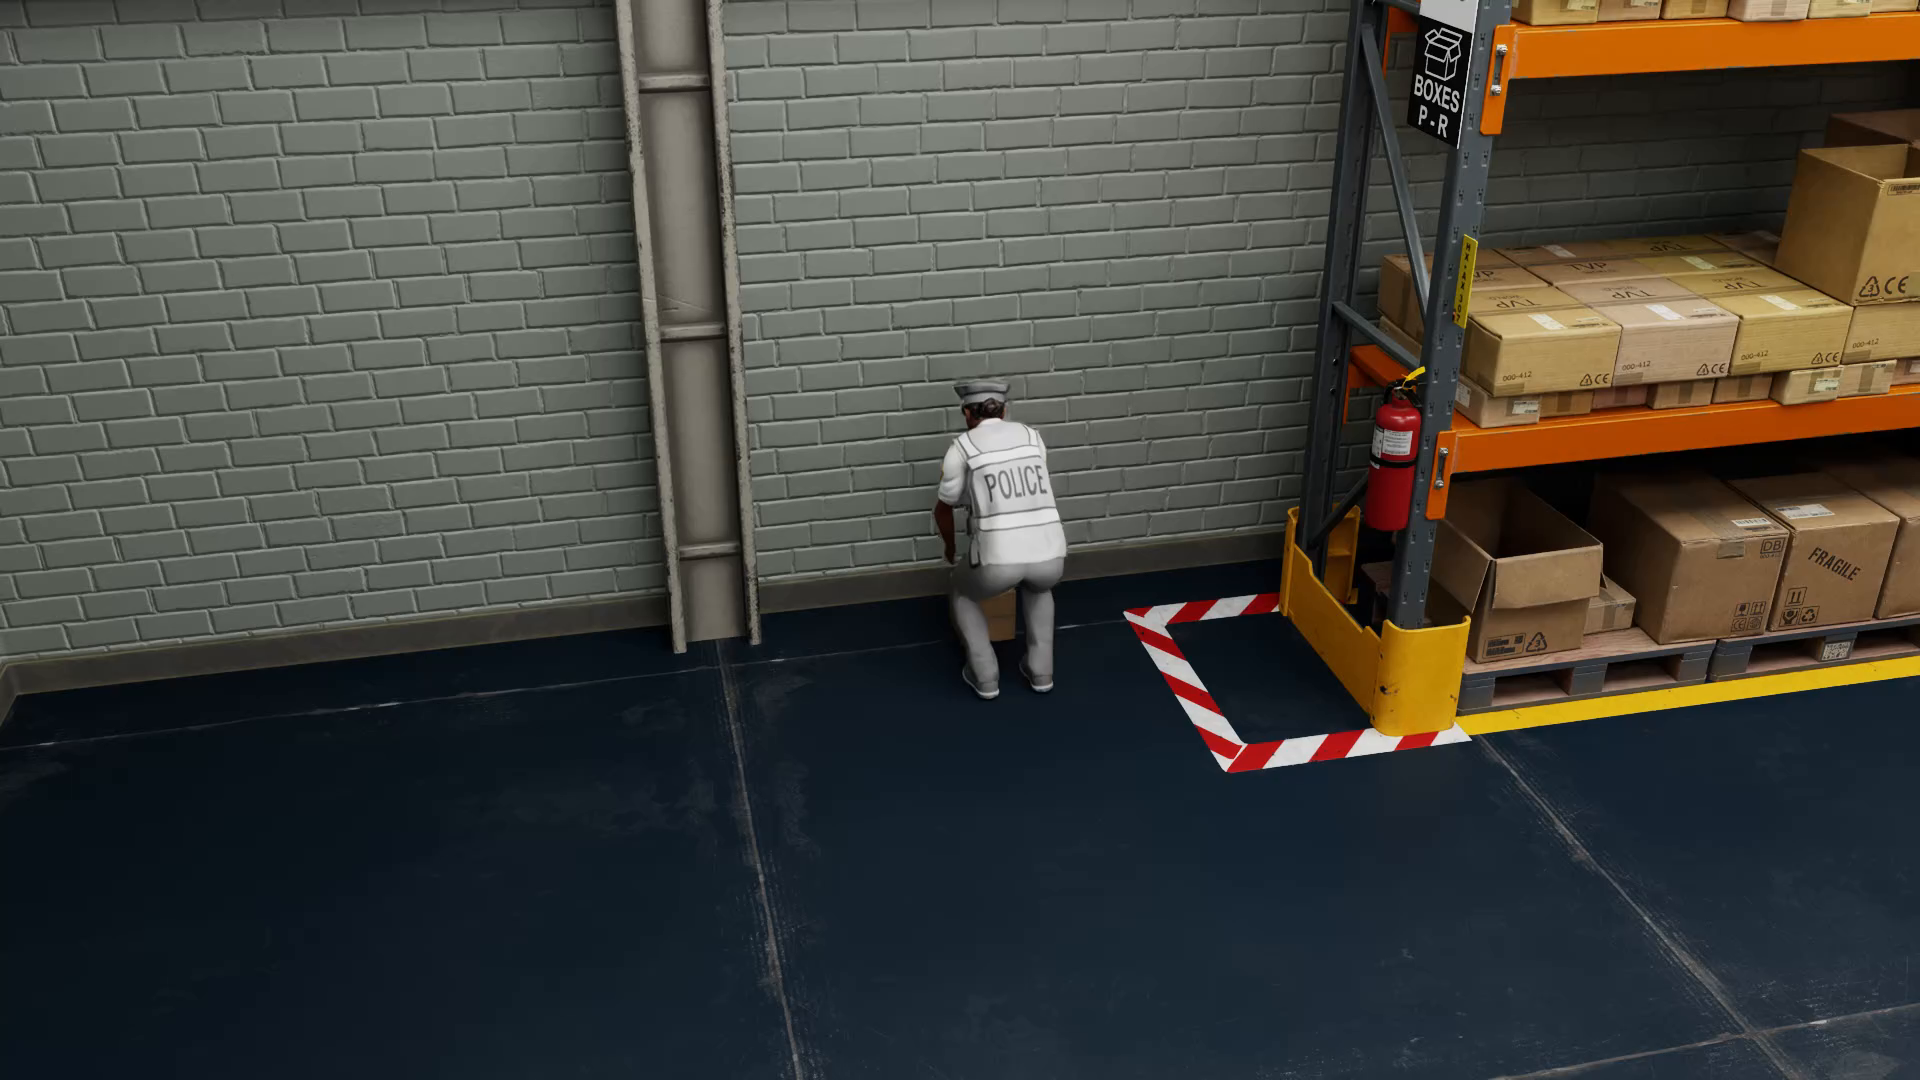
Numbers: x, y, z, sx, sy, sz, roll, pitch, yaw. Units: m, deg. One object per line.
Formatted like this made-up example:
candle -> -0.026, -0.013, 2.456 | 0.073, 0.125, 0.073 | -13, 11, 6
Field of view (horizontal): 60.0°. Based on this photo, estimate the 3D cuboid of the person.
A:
person -> 0.156, 0.006, 7.012 | 0.499, 1.303, 0.756 | -6, 27, -11
